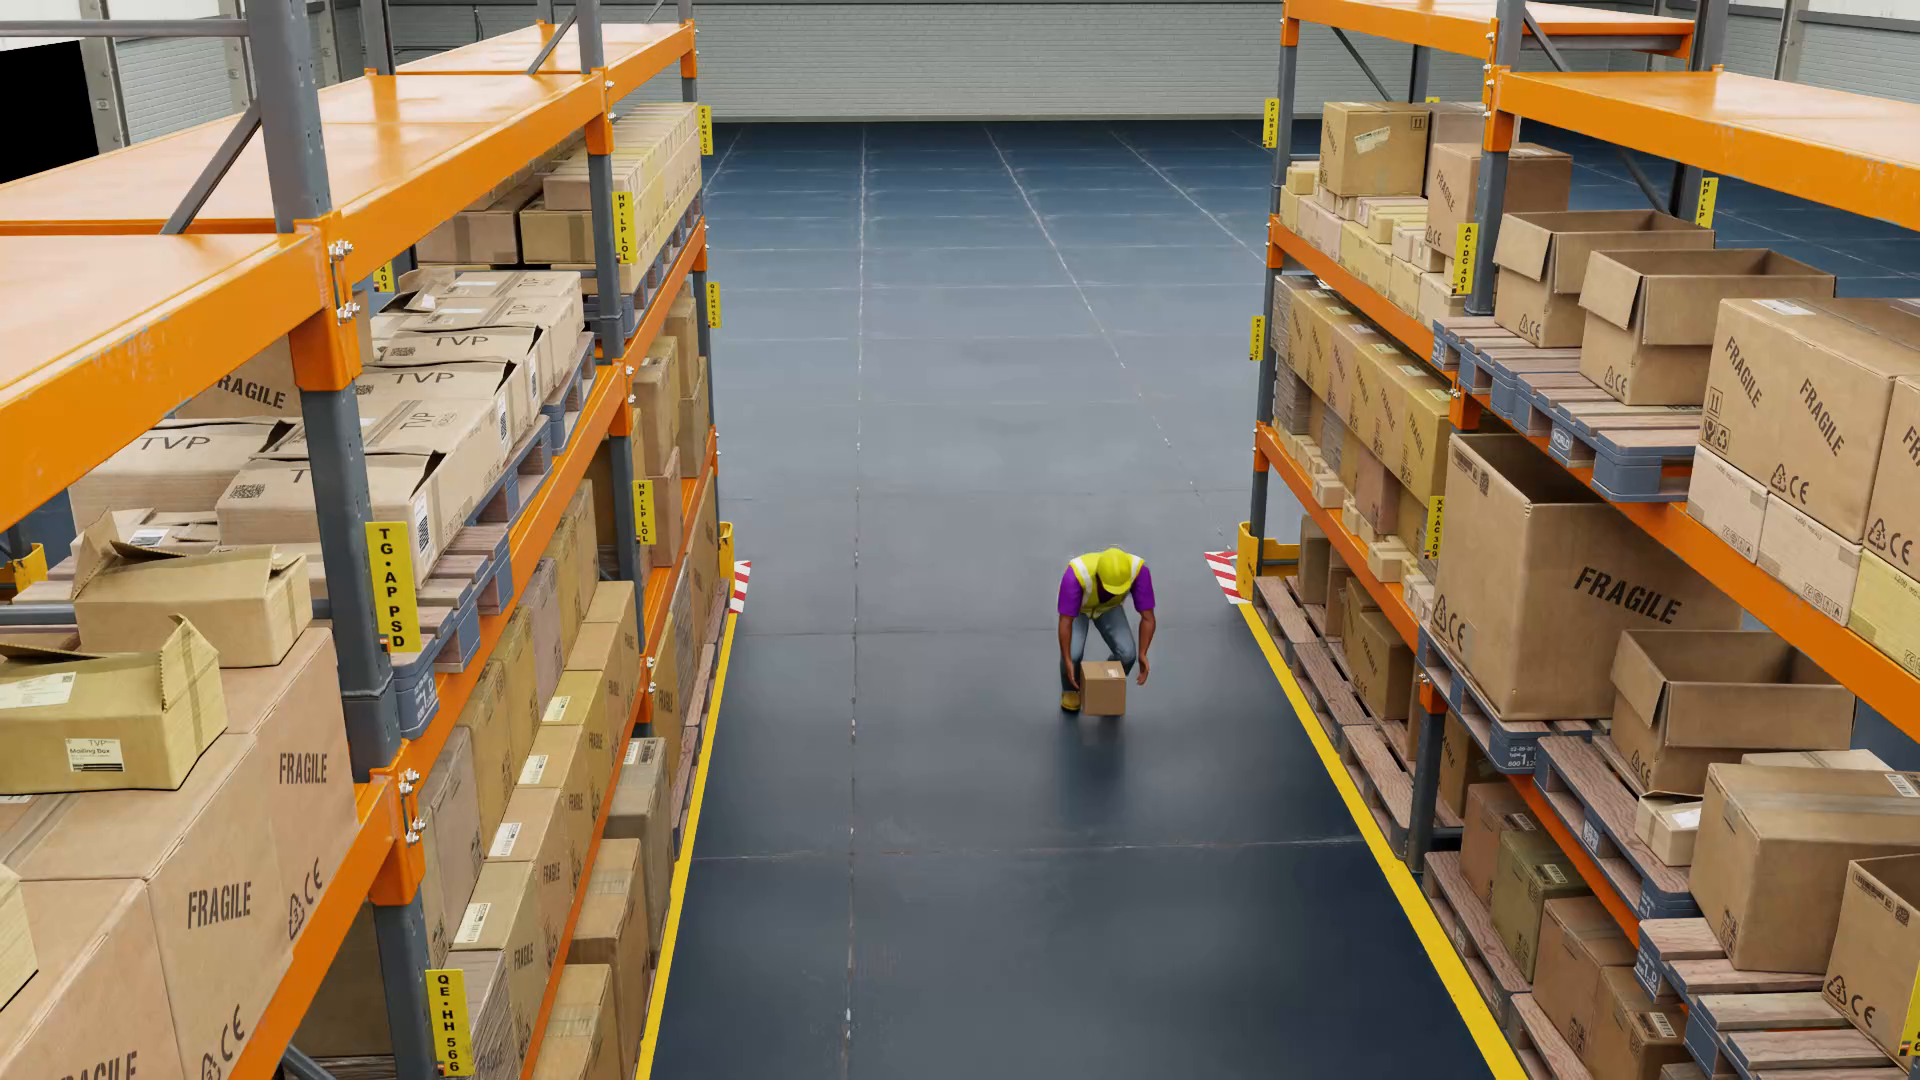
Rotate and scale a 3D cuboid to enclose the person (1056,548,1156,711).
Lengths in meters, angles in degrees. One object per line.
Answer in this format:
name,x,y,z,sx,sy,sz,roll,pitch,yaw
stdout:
person,0.899,0.514,10.461,0.620,1.207,0.839,-1,20,-3
